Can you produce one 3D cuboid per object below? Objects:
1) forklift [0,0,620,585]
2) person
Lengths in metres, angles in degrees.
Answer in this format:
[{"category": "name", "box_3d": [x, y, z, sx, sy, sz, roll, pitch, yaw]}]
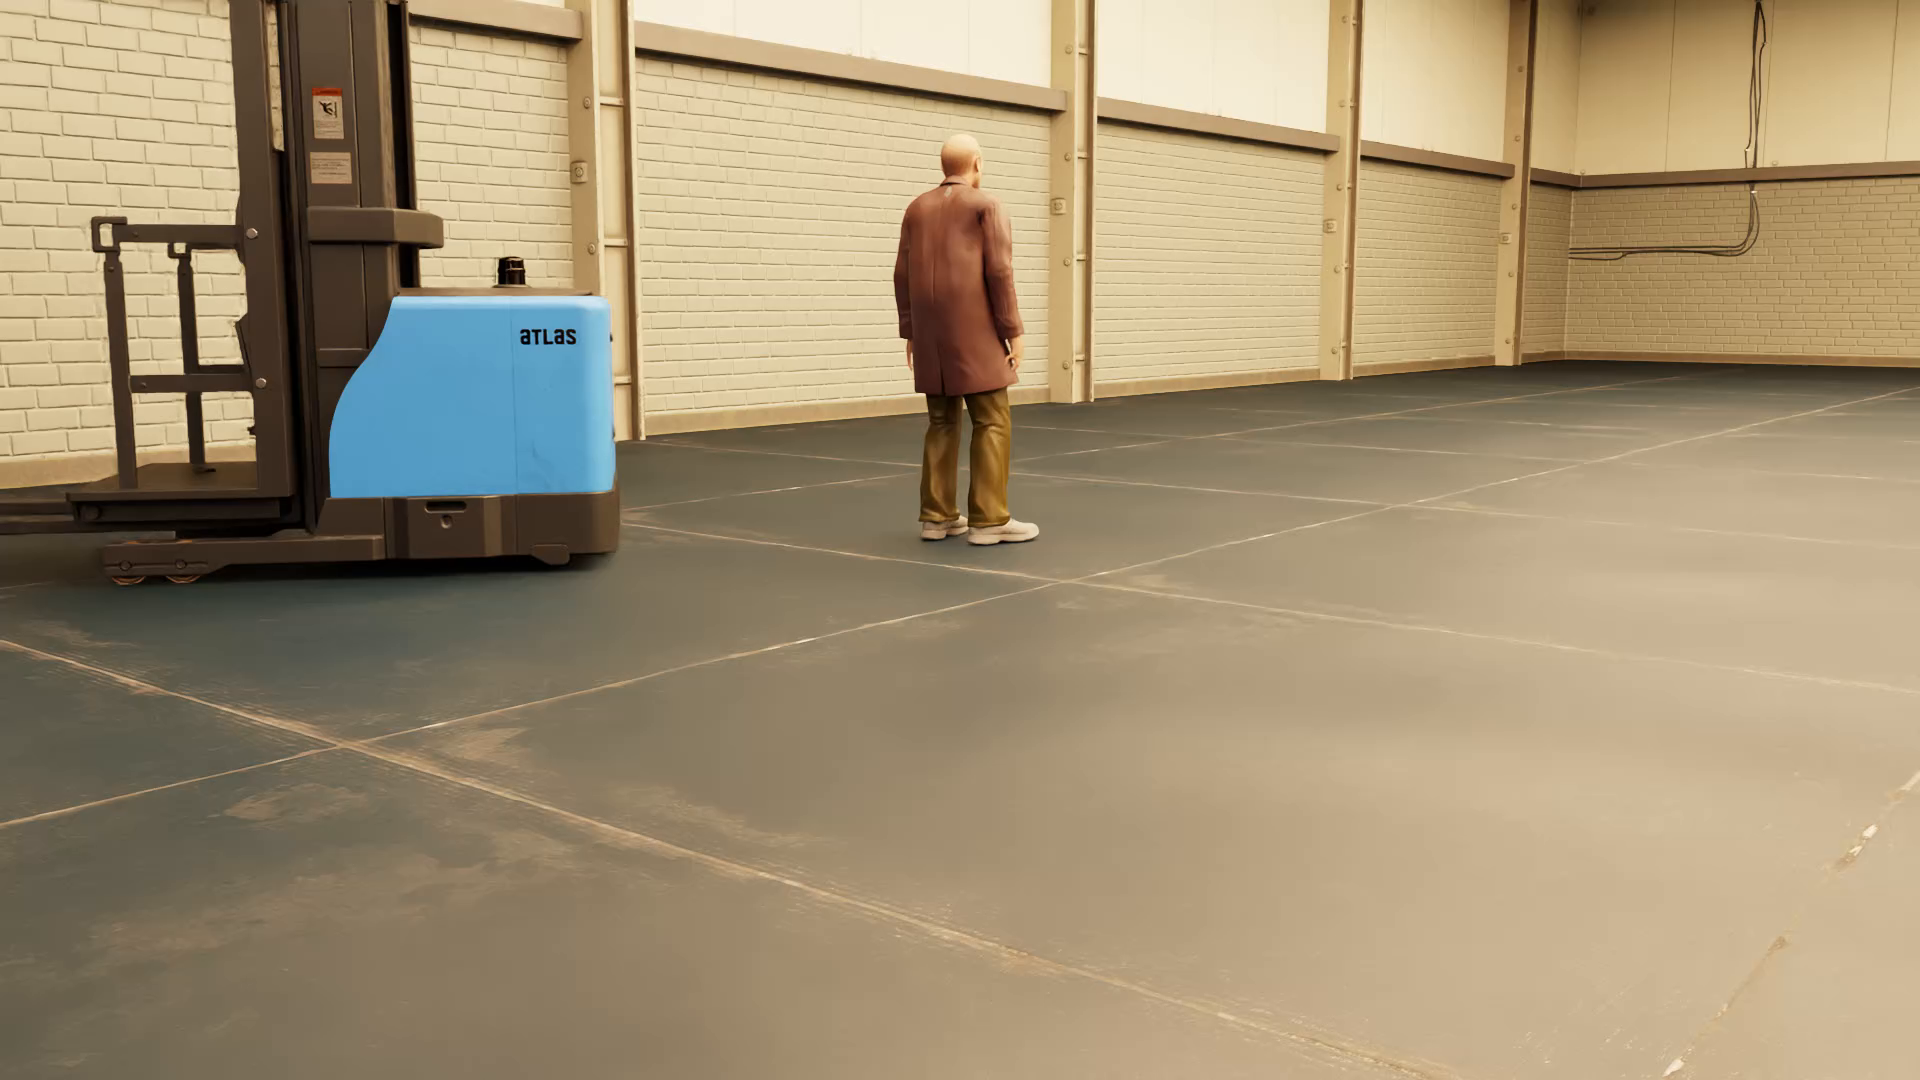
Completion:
[{"category": "forklift", "box_3d": [-2.943, -1.363, 6.597, 3.031, 2.935, 1.130, -2, 8, -11]}, {"category": "person", "box_3d": [0.004, -0.883, 7.315, 0.645, 1.772, 0.434, 6, 10, 35]}]
